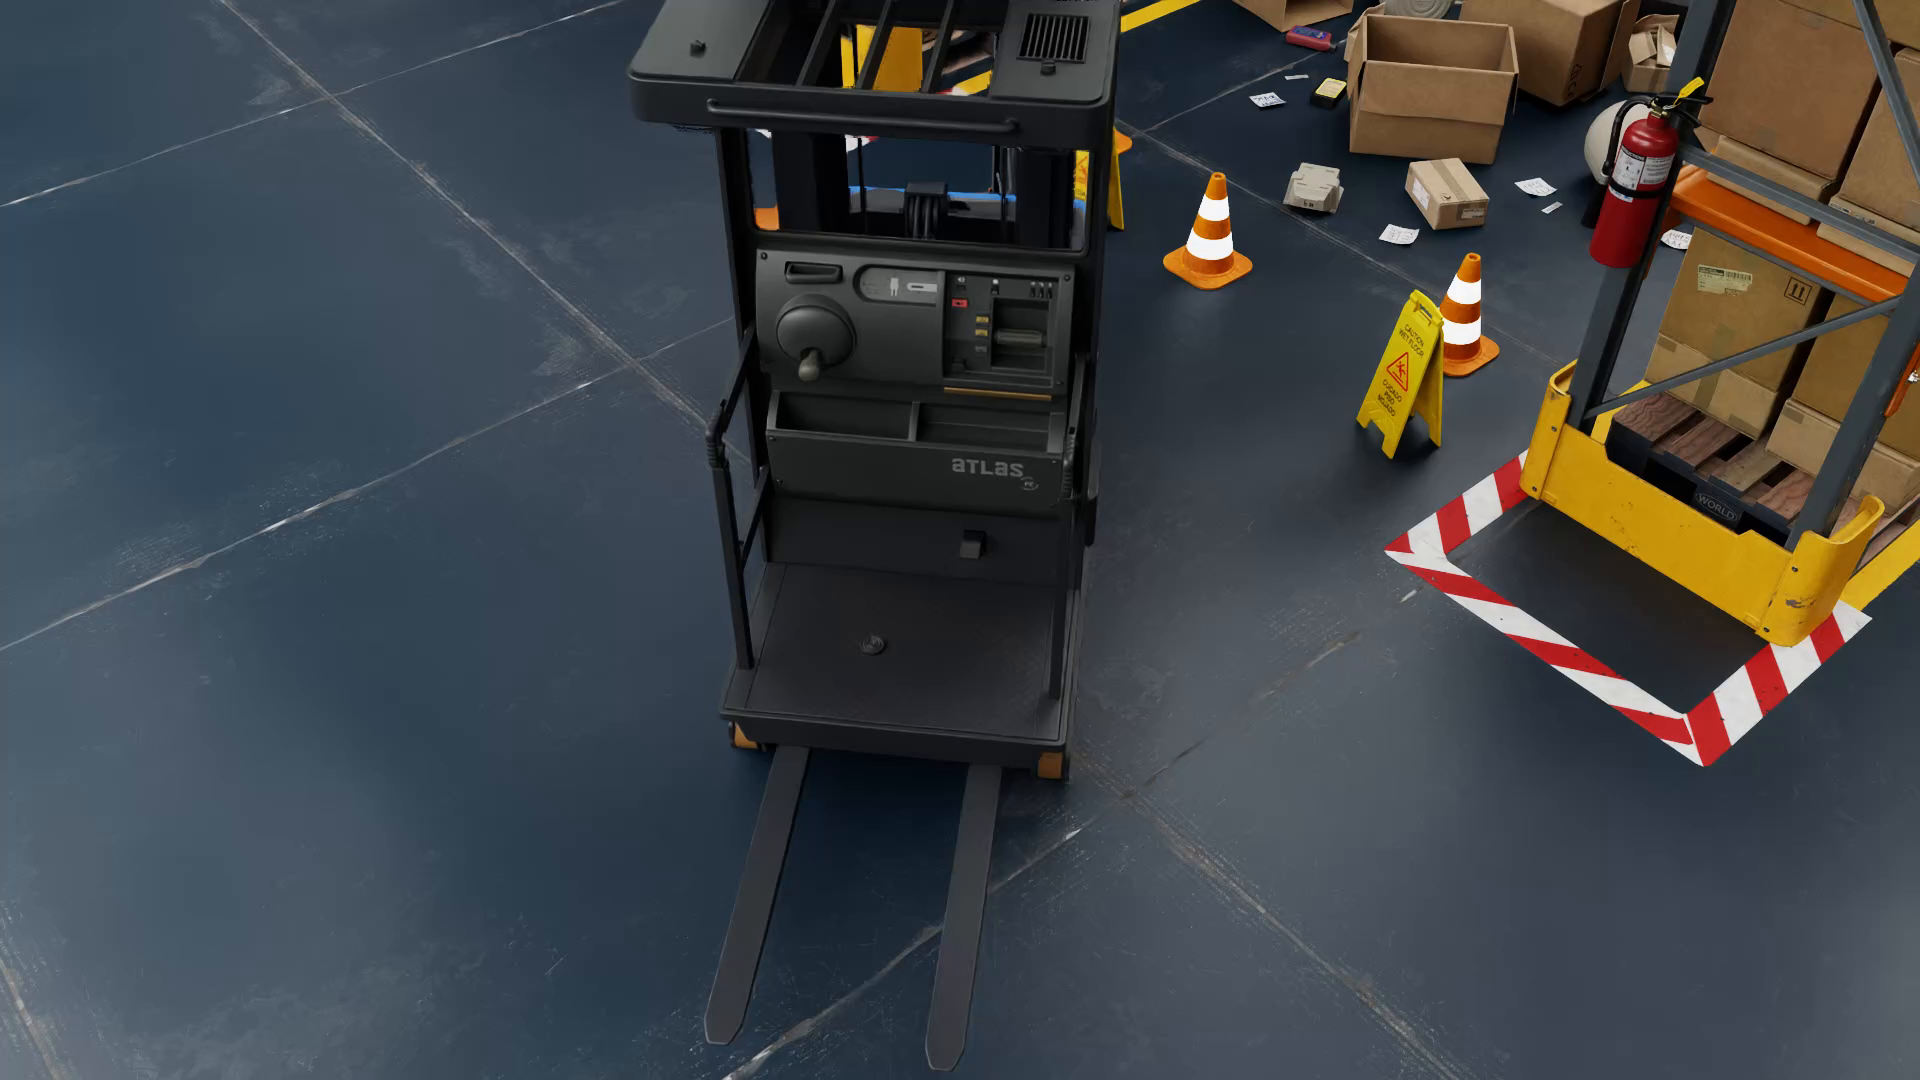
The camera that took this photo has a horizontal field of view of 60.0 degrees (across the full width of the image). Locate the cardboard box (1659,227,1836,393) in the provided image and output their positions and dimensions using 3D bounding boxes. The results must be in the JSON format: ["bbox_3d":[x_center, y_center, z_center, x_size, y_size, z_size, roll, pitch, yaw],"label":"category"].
[{"bbox_3d":[3.047,-0.960,6.235,0.500,0.500,0.500,-29,51,-28],"label":"cardboard box"}]

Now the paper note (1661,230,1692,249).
[{"bbox_3d":[3.337,-1.400,7.718,0.142,0.019,0.148,22,47,21],"label":"paper note"}]

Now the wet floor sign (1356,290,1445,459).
[{"bbox_3d":[1.768,-0.667,6.489,0.232,0.644,0.267,-14,45,-14],"label":"wet floor sign"}]

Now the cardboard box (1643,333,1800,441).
[{"bbox_3d":[3.066,-0.705,6.511,0.500,0.250,0.500,-30,51,-28],"label":"cardboard box"}]

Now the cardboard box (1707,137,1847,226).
[{"bbox_3d":[2.749,-1.232,5.554,0.250,0.149,0.380,-28,50,-27],"label":"cardboard box"}]

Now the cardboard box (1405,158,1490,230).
[{"bbox_3d":[2.309,-1.644,7.892,0.250,0.149,0.380,-7,44,-7],"label":"cardboard box"}]

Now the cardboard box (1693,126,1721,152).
[{"bbox_3d":[3.973,-2.138,8.159,0.500,0.500,0.500,0,43,0],"label":"cardboard box"}]

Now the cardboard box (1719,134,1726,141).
[{"bbox_3d":[2.873,-1.402,5.735,0.250,0.149,0.380,-30,51,-28],"label":"cardboard box"}]

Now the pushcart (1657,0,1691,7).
[{"bbox_3d":[4.167,-3.023,9.194,1.648,0.377,0.936,22,47,21],"label":"pushcart"}]

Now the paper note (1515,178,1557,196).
[{"bbox_3d":[2.796,-1.715,8.063,0.142,0.019,0.148,-14,45,-14],"label":"paper note"}]

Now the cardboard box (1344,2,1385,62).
[{"bbox_3d":[2.278,-2.640,8.867,0.258,0.266,0.396,-21,47,-21],"label":"cardboard box"}]

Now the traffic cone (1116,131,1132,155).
[{"bbox_3d":[0.665,-2.165,8.217,0.334,0.463,0.336,-30,51,-28],"label":"traffic cone"}]

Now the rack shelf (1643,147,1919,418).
[{"bbox_3d":[4.134,-1.663,6.355,4.000,0.370,1.077,-30,51,-28],"label":"rack shelf"}]

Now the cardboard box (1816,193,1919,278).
[{"bbox_3d":[2.993,-0.996,5.303,0.250,0.149,0.380,-30,51,-28],"label":"cardboard box"}]

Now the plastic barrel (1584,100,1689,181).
[{"bbox_3d":[3.213,-1.810,7.868,0.421,0.421,0.512,0,43,0],"label":"plastic barrel"}]

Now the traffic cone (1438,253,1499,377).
[{"bbox_3d":[2.102,-0.989,6.965,0.334,0.463,0.336,-30,51,-28],"label":"traffic cone"}]

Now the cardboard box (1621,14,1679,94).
[{"bbox_3d":[3.666,-2.577,8.800,0.258,0.266,0.396,7,44,7],"label":"cardboard box"}]

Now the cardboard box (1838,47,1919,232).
[{"bbox_3d":[3.141,-1.254,5.104,0.500,0.500,0.500,-31,51,-28],"label":"cardboard box"}]

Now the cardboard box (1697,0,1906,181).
[{"bbox_3d":[2.839,-1.575,5.446,0.500,0.500,0.500,-31,51,-29],"label":"cardboard box"}]

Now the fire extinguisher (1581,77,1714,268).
[{"bbox_3d":[2.216,-1.211,5.404,0.183,0.674,0.296,-30,51,-28],"label":"fire extinguisher"}]

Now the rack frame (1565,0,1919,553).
[{"bbox_3d":[2.600,-1.047,5.174,0.127,3.000,1.000,-30,51,-28],"label":"rack frame"}]

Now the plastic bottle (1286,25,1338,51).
[{"bbox_3d":[1.947,-2.750,9.133,0.283,0.061,0.133,22,47,21],"label":"plastic bottle"}]

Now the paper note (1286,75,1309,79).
[{"bbox_3d":[1.798,-2.470,8.873,0.123,0.001,0.032,-7,44,-7],"label":"paper note"}]

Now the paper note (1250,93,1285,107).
[{"bbox_3d":[1.607,-2.298,8.676,0.142,0.017,0.144,-14,45,-14],"label":"paper note"}]

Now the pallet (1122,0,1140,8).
[{"bbox_3d":[0.845,-3.511,9.834,1.213,0.211,1.003,-30,51,-28],"label":"pallet"}]

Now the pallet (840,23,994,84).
[{"bbox_3d":[-0.090,-2.978,9.267,1.213,0.211,1.003,-30,51,-28],"label":"pallet"}]

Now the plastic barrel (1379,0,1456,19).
[{"bbox_3d":[2.529,-3.116,9.259,0.421,0.421,0.512,0,43,0],"label":"plastic barrel"}]

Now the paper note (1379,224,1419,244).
[{"bbox_3d":[2.048,-1.425,7.745,0.148,0.019,0.142,22,47,21],"label":"paper note"}]

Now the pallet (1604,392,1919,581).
[{"bbox_3d":[3.304,-0.402,6.524,1.213,0.211,1.003,-30,51,-28],"label":"pallet"}]

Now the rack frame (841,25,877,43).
[{"bbox_3d":[-0.654,-3.602,7.894,0.127,3.000,1.000,-30,51,-28],"label":"rack frame"}]

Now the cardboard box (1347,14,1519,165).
[{"bbox_3d":[2.323,-2.238,8.265,0.797,0.503,0.637,7,44,7],"label":"cardboard box"}]

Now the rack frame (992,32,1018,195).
[{"bbox_3d":[0.180,-1.339,6.580,0.032,1.500,0.500,-5,43,-6],"label":"rack frame"}]

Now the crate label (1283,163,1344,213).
[{"bbox_3d":[1.692,-1.681,7.940,0.250,0.136,0.298,14,45,15],"label":"crate label"}]

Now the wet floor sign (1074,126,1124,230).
[{"bbox_3d":[0.595,-1.691,7.580,0.267,0.644,0.232,30,51,28],"label":"wet floor sign"}]

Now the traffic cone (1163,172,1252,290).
[{"bbox_3d":[1.129,-1.422,7.426,0.334,0.463,0.336,-30,51,-28],"label":"traffic cone"}]

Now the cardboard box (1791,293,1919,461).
[{"bbox_3d":[3.414,-0.691,5.949,0.500,0.500,0.500,-32,52,-29],"label":"cardboard box"}]

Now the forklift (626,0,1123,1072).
[{"bbox_3d":[-0.160,-0.550,4.694,1.130,2.935,3.031,5,43,5],"label":"forklift"}]

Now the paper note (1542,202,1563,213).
[{"bbox_3d":[2.826,-1.586,7.932,0.123,0.001,0.032,-30,51,-28],"label":"paper note"}]

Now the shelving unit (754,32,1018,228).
[{"bbox_3d":[-0.315,-1.293,6.532,1.083,1.500,0.587,-5,43,-6],"label":"shelving unit"}]

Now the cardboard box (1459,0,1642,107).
[{"bbox_3d":[3.035,-2.703,8.661,0.503,0.637,0.797,-30,51,-28],"label":"cardboard box"}]

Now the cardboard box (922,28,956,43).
[{"bbox_3d":[-0.176,-3.313,8.832,0.875,0.875,0.875,-29,51,-28],"label":"cardboard box"}]

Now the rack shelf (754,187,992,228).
[{"bbox_3d":[-0.324,-1.161,6.654,1.000,0.185,0.538,-5,43,-6],"label":"rack shelf"}]

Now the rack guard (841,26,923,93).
[{"bbox_3d":[-0.672,-2.680,8.739,0.348,0.500,1.175,-30,51,-28],"label":"rack guard"}]

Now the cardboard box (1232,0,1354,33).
[{"bbox_3d":[1.882,-3.228,9.320,0.500,0.500,0.500,-21,47,-21],"label":"cardboard box"}]

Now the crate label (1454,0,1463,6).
[{"bbox_3d":[2.930,-3.180,9.536,0.298,0.136,0.250,7,44,7],"label":"crate label"}]

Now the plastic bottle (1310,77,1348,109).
[{"bbox_3d":[1.948,-2.359,8.717,0.133,0.061,0.283,22,47,21],"label":"plastic bottle"}]

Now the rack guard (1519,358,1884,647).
[{"bbox_3d":[2.658,-0.169,6.065,0.348,0.500,1.175,-30,51,-28],"label":"rack guard"}]

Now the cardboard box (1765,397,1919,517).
[{"bbox_3d":[3.396,-0.407,6.194,0.500,0.250,0.500,-30,51,-28],"label":"cardboard box"}]
